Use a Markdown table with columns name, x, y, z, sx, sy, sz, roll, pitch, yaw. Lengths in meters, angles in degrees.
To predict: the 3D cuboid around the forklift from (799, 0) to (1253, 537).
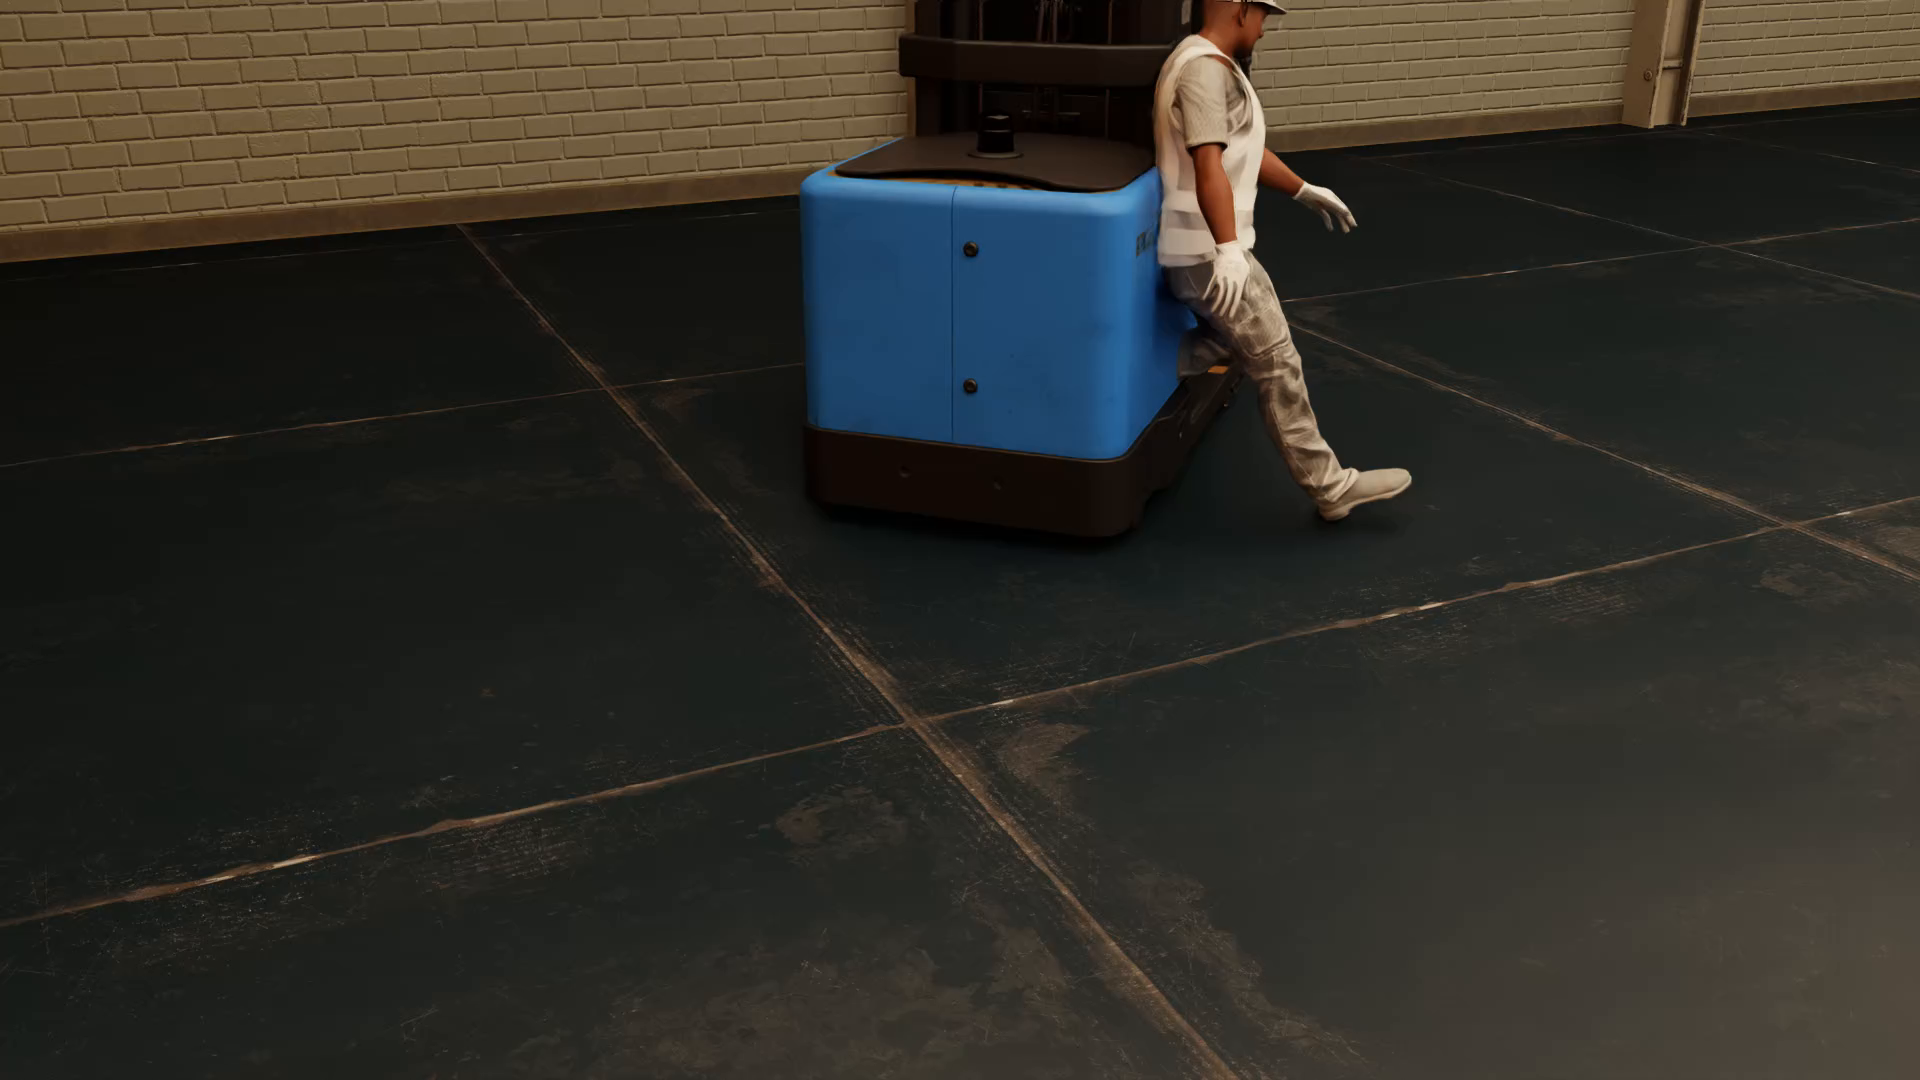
| name | x | y | z | sx | sy | sz | roll | pitch | yaw |
| --- | --- | --- | --- | --- | --- | --- | --- | --- | --- |
| forklift | 0.479 | -1.897 | 5.853 | 1.130 | 2.935 | 3.031 | 8 | 24 | 18 |

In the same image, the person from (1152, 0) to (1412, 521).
| name | x | y | z | sx | sy | sz | roll | pitch | yaw |
| --- | --- | --- | --- | --- | --- | --- | --- | --- | --- |
| person | 0.934 | -0.922 | 5.130 | 0.961 | 1.669 | 0.904 | 0 | 23 | 0 |
